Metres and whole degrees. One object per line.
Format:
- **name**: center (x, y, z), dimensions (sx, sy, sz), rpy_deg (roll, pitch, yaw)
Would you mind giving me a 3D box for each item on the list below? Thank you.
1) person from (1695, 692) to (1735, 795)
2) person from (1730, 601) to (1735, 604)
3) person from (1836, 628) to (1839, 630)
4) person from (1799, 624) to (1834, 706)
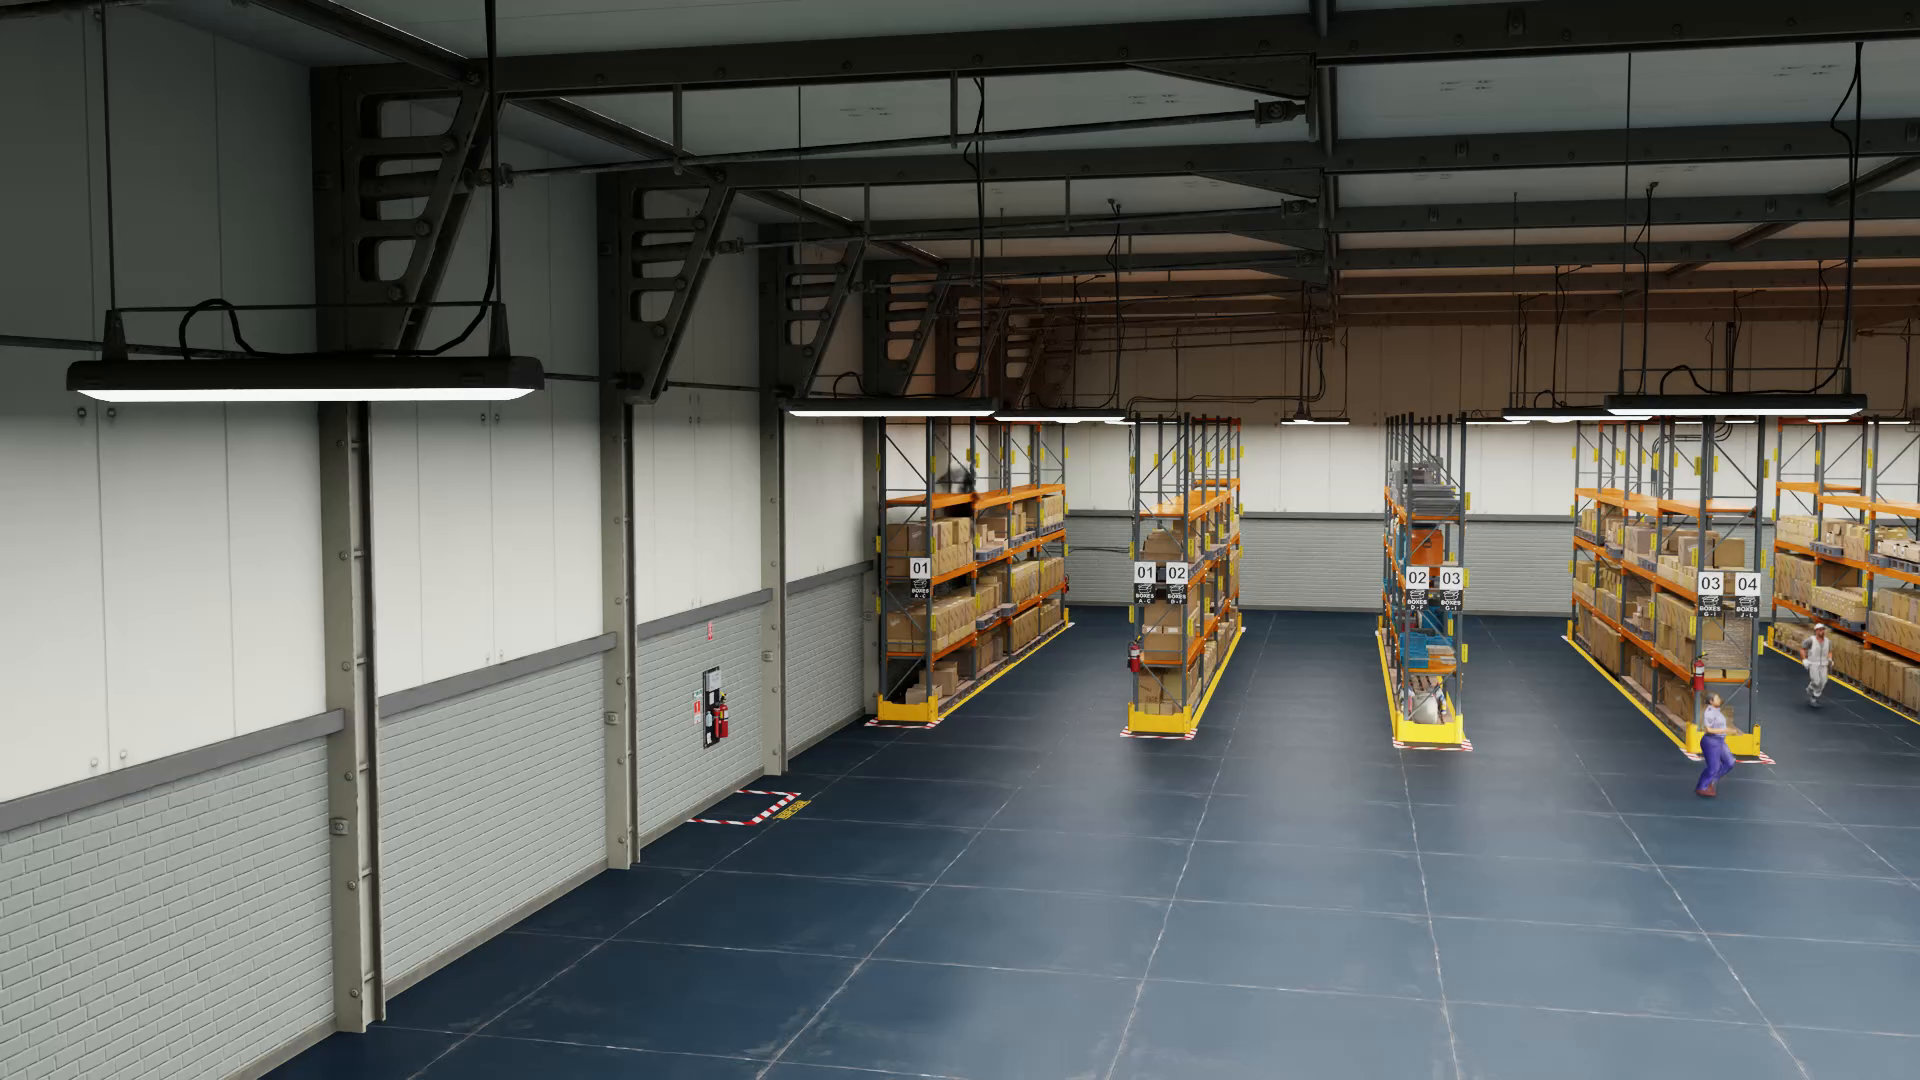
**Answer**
- **person**: center (11.731, 3.169, 25.762), dimensions (0.590, 1.627, 0.589), rpy_deg (3, 5, 39)
- **person**: center (20.744, 1.890, 44.305), dimensions (0.791, 1.664, 0.570), rpy_deg (-2, 4, -24)
- **person**: center (23.538, 1.895, 44.503), dimensions (0.504, 1.648, 0.628), rpy_deg (1, 4, 18)
- **person**: center (17.550, 2.564, 33.991), dimensions (0.608, 1.719, 0.590), rpy_deg (0, 4, 2)
